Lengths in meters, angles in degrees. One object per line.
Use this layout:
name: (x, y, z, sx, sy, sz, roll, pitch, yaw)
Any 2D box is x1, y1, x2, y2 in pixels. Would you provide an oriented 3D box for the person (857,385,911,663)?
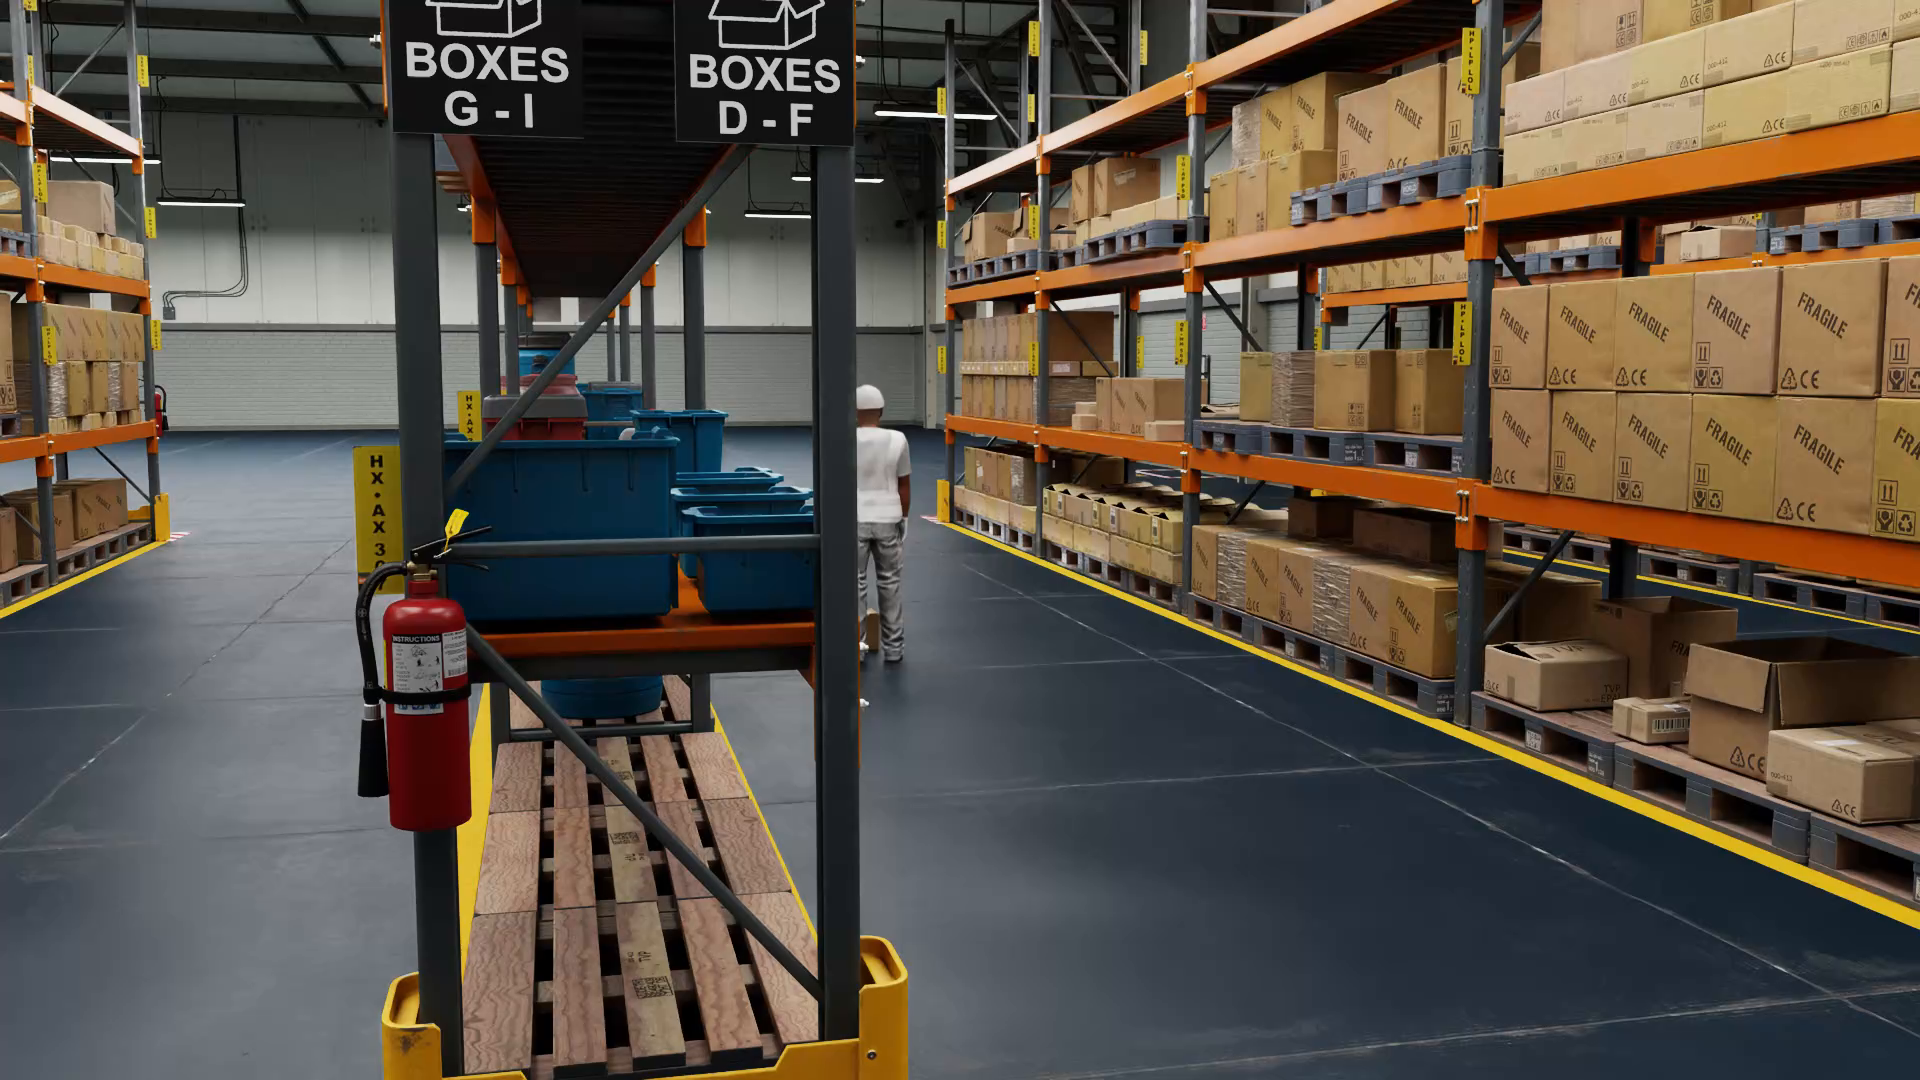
person: (-0.595, -0.109, 10.761, 0.551, 1.786, 0.358, -1, 6, -11)
